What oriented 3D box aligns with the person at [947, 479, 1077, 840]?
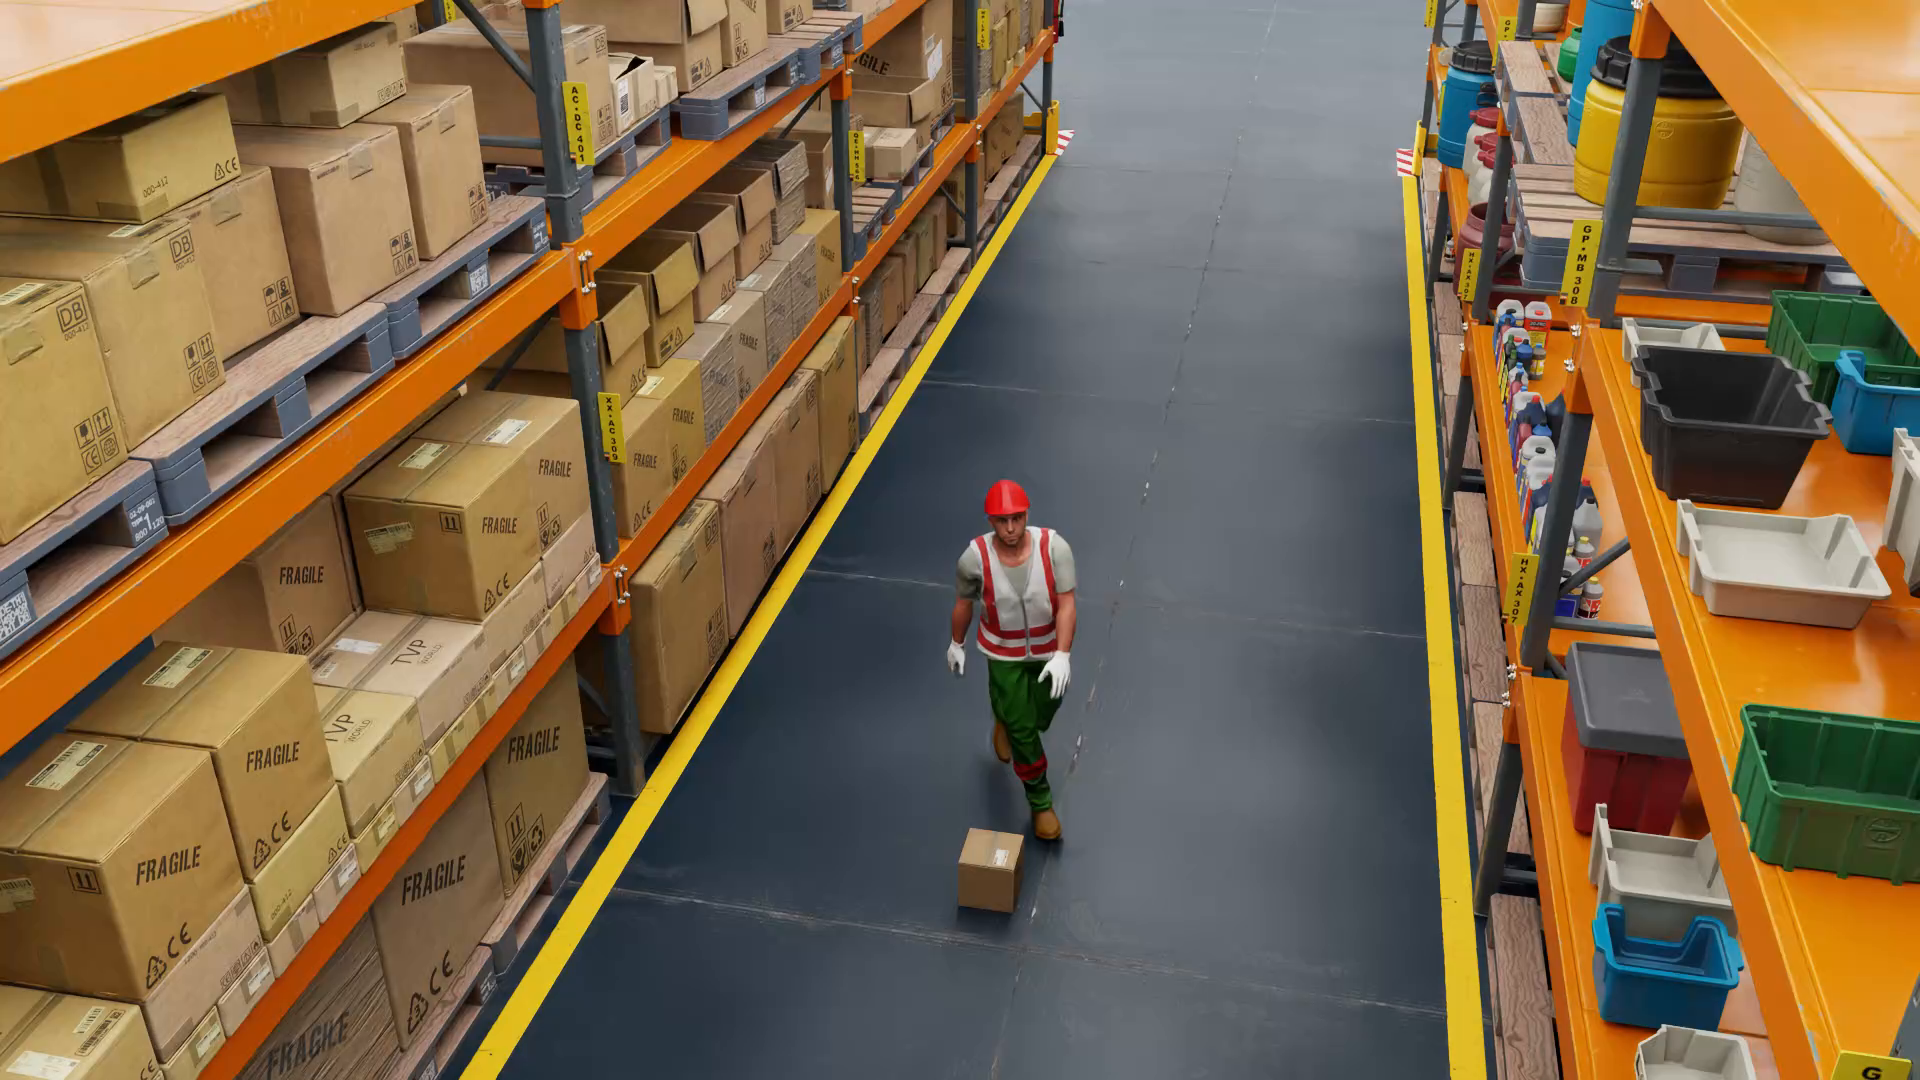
[{"bbox_3d":[0.228,0.488,7.710,0.542,1.757,0.851,-6,29,-11],"label":"person"}]
